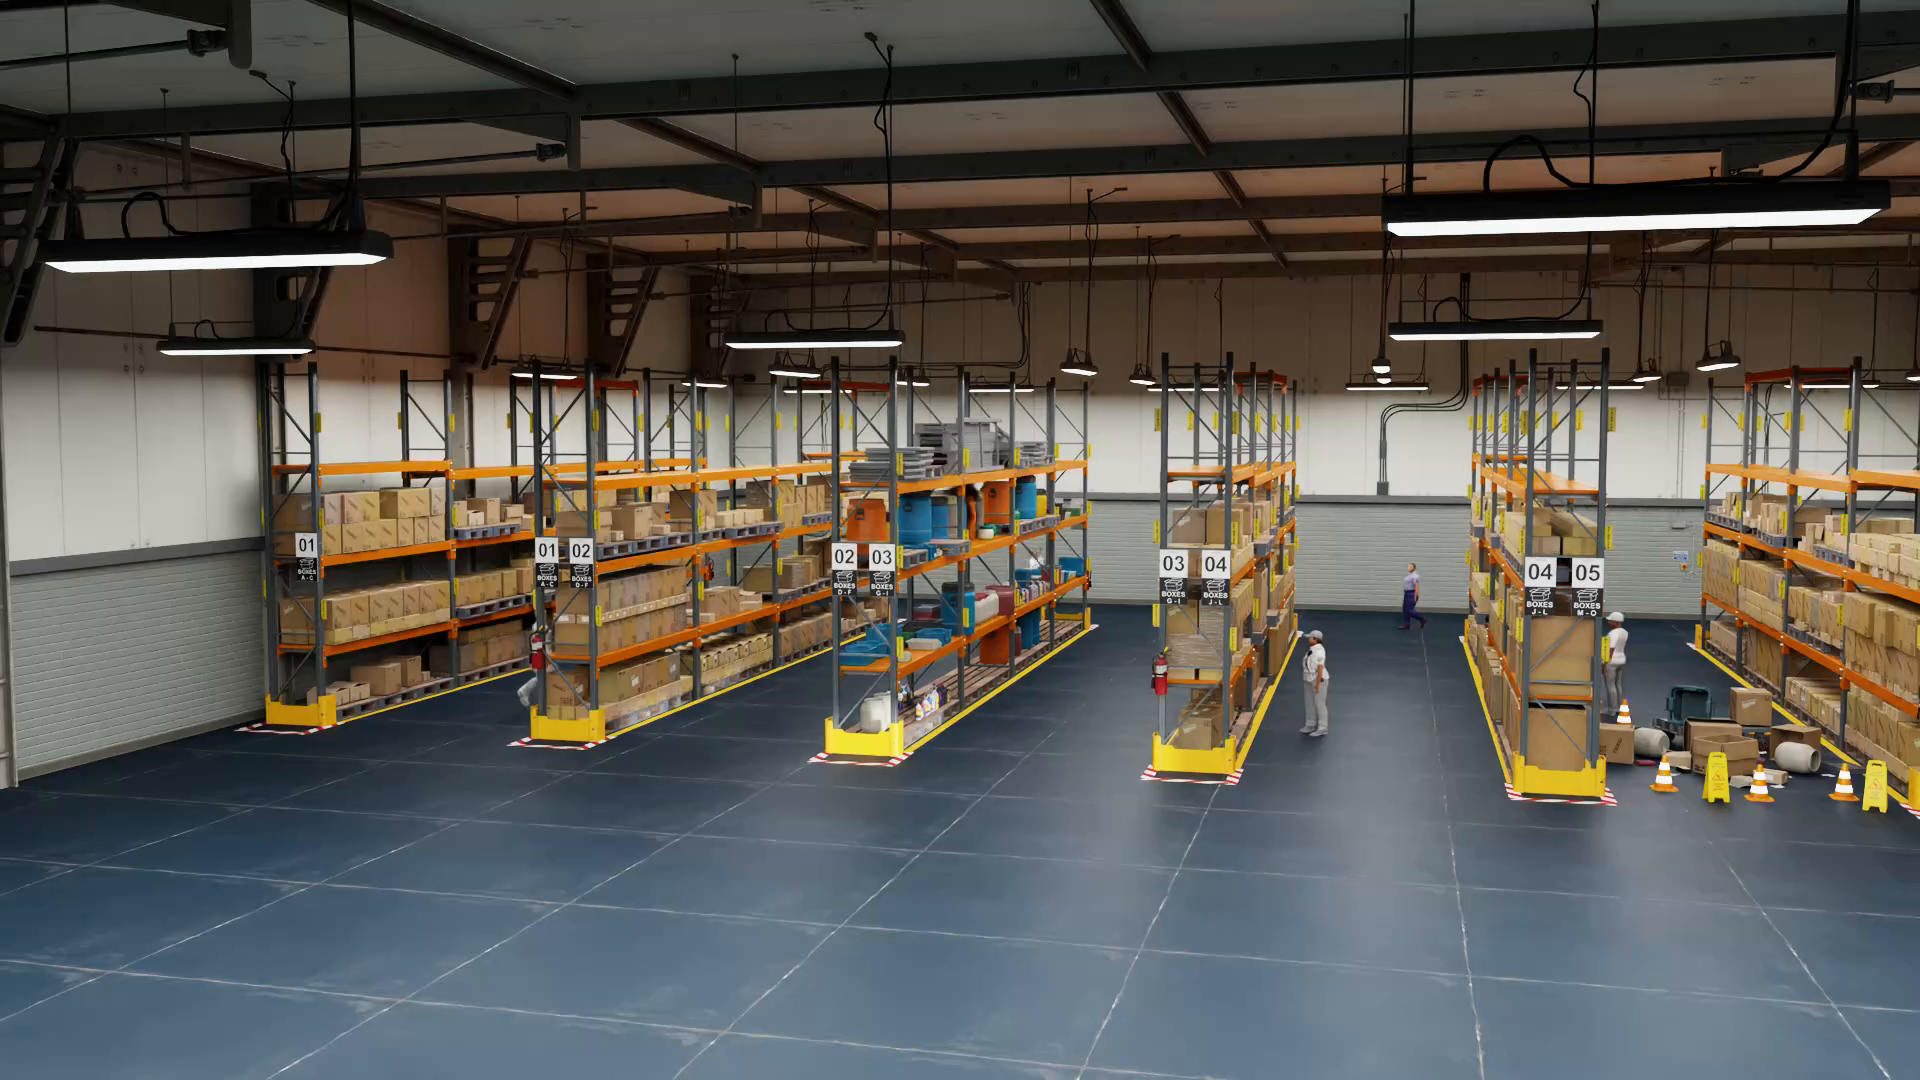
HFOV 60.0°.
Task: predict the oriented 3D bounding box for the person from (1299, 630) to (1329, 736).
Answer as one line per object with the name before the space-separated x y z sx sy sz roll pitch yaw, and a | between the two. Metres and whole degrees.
person | 5.696 2.283 26.742 0.434 1.671 0.530 -1 4 -16

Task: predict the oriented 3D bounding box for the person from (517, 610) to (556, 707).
person | -7.360 2.064 29.055 0.778 1.764 0.536 -4 5 -42

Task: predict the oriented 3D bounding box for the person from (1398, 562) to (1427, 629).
person | 10.922 1.352 40.131 0.658 1.630 0.480 0 4 4

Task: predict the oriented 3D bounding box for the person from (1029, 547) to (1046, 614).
person | 2.073 1.058 43.431 0.494 1.778 0.562 2 4 25

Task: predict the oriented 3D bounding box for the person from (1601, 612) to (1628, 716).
person | 11.182 2.115 28.585 0.624 1.767 0.519 -3 5 -34
